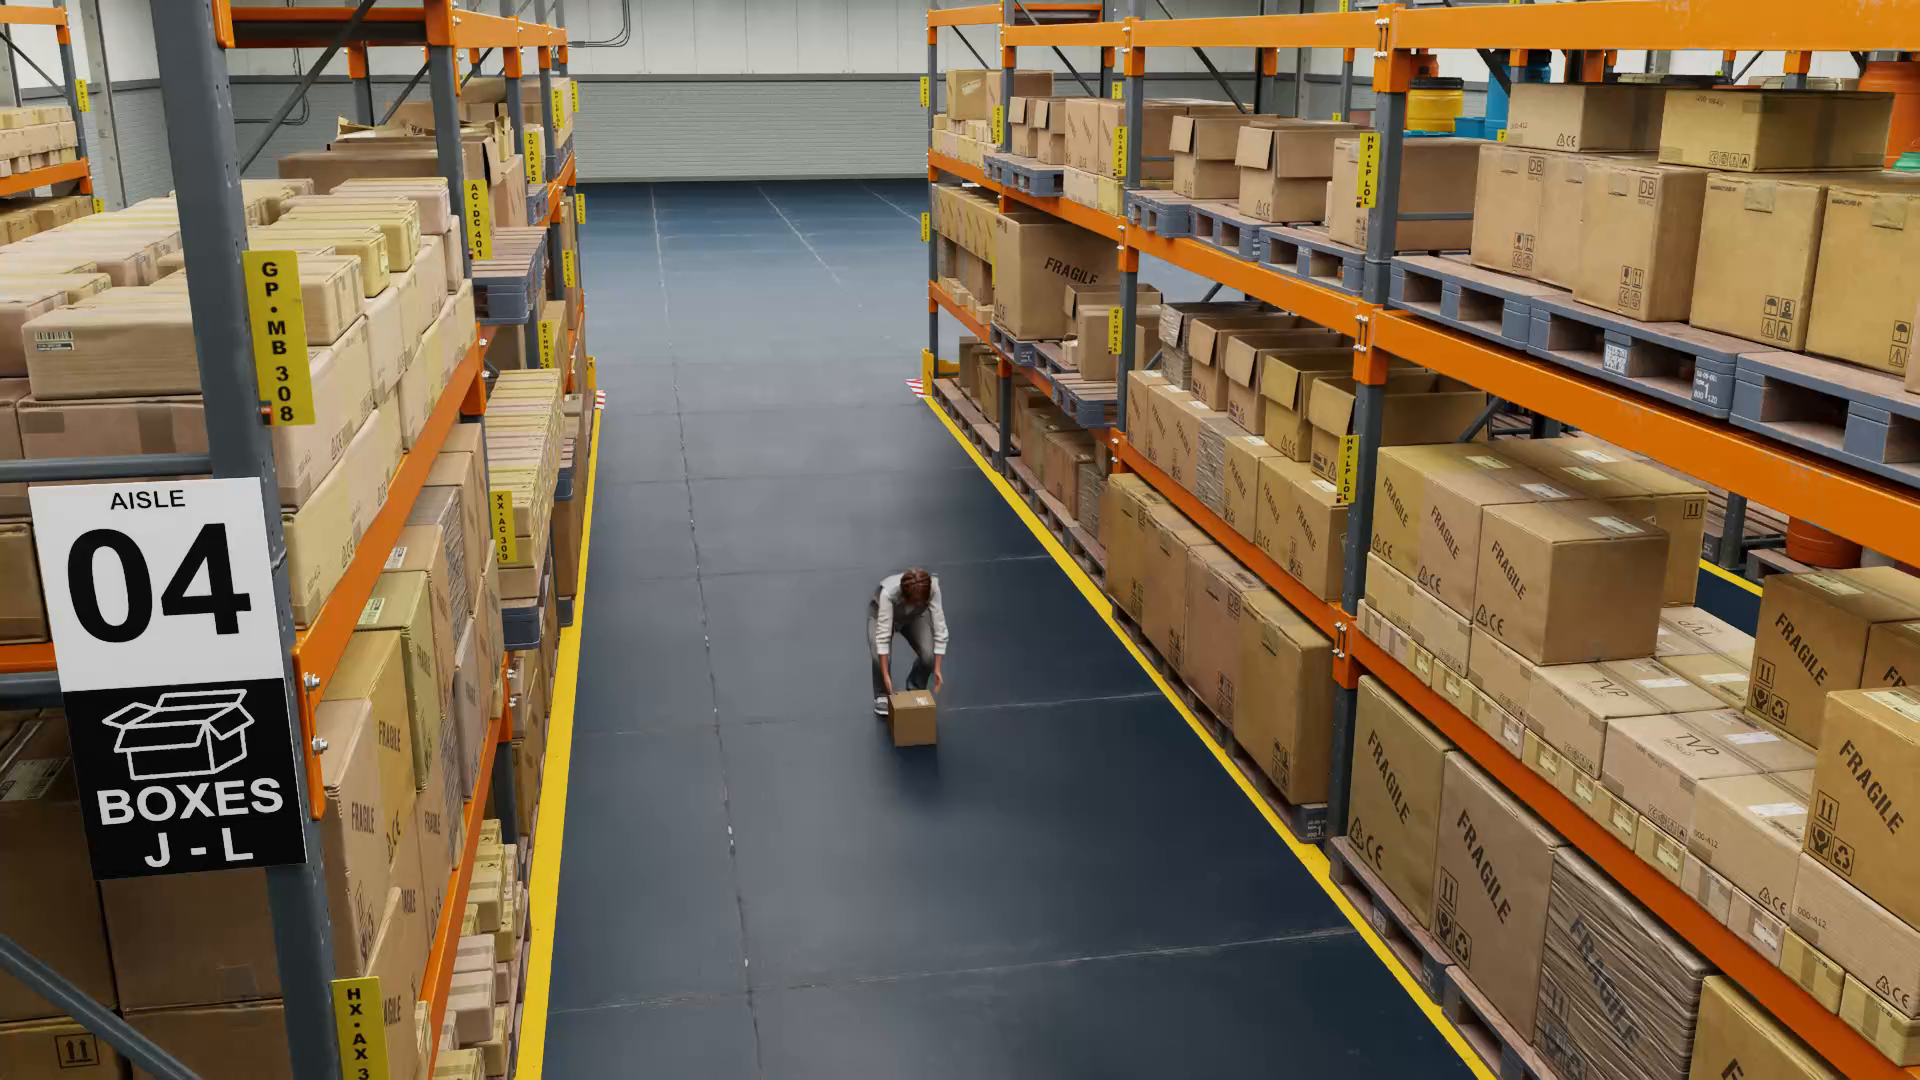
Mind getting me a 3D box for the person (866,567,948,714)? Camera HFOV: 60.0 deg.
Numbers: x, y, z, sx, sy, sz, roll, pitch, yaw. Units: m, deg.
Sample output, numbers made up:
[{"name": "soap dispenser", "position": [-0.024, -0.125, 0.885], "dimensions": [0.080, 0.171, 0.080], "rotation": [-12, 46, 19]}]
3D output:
[{"name": "person", "position": [-0.329, 0.579, 10.128], "dimensions": [0.456, 1.022, 0.769], "rotation": [-3, 17, -11]}]
